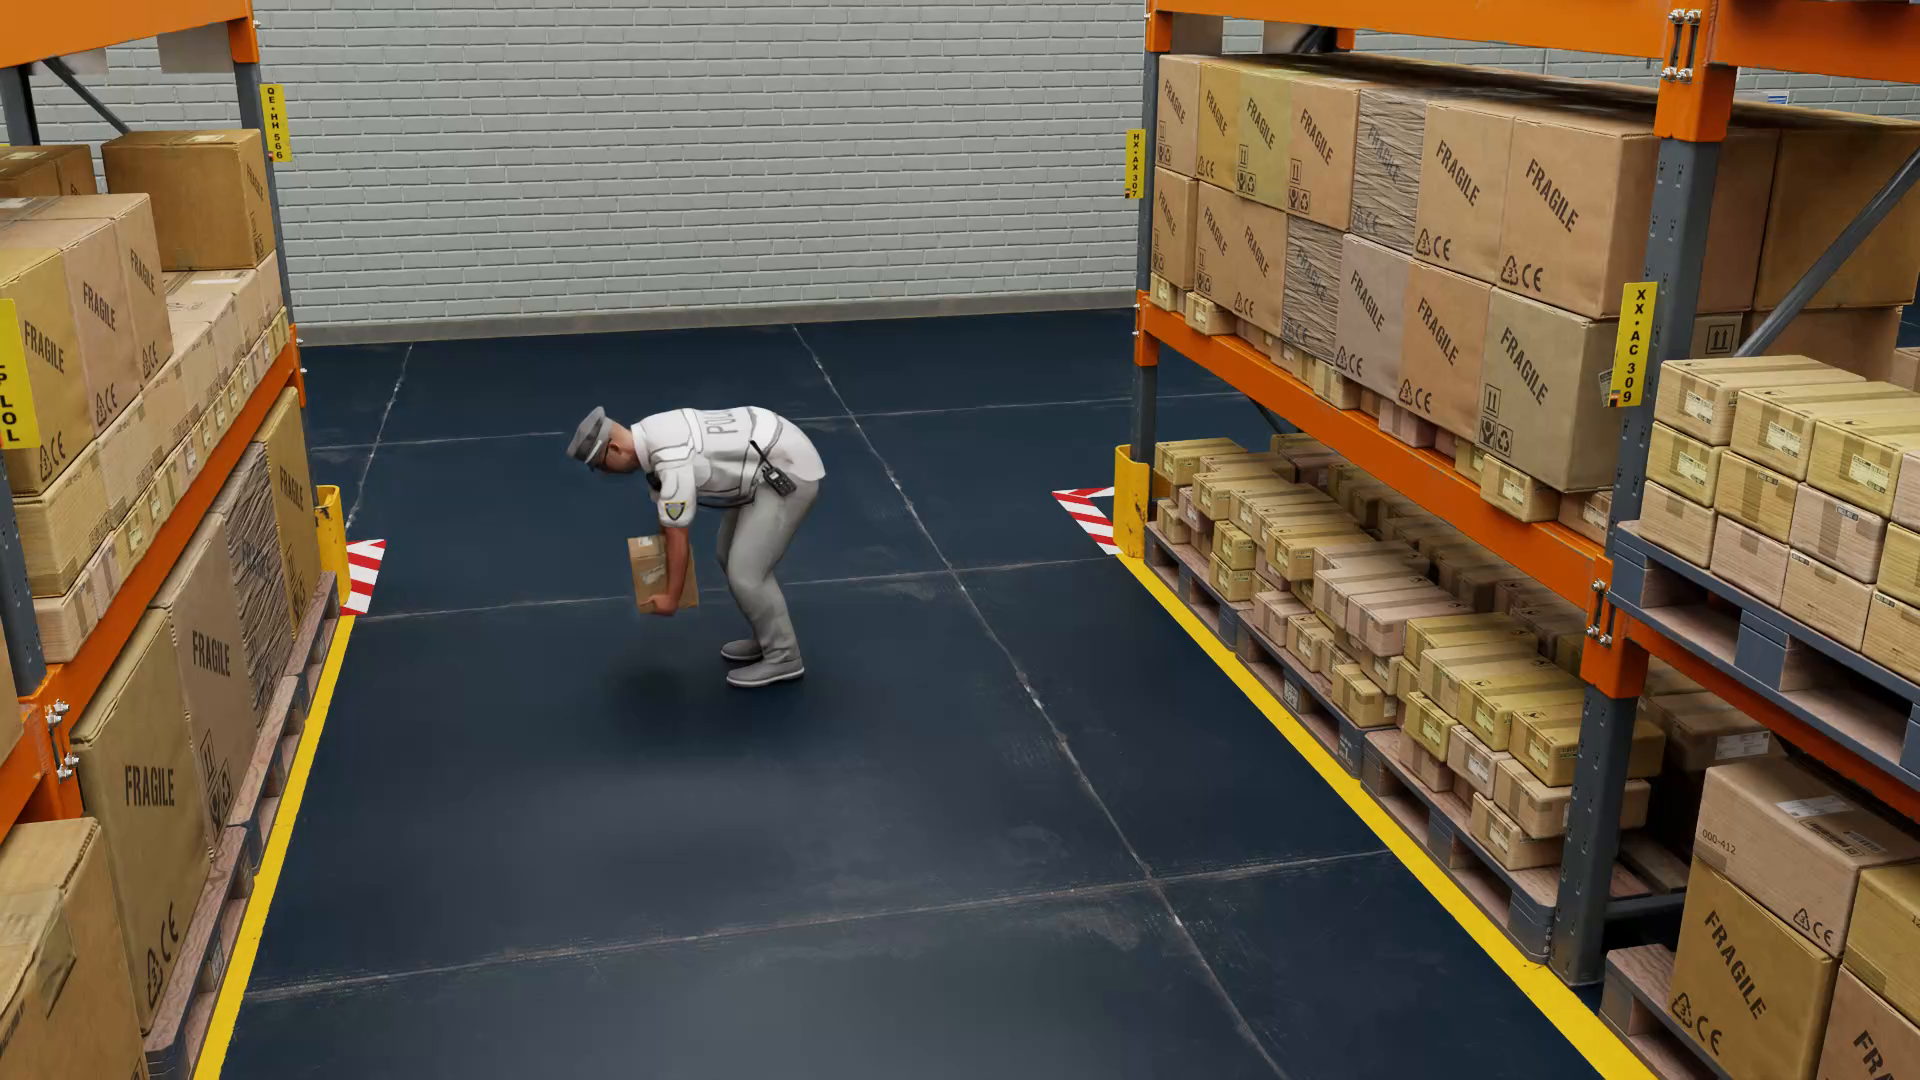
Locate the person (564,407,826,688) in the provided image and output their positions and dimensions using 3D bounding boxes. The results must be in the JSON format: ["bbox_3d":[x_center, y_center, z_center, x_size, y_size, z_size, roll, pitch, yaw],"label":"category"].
[{"bbox_3d":[-1.075,0.005,6.887,1.038,1.196,0.491,-5,20,-14],"label":"person"}]
